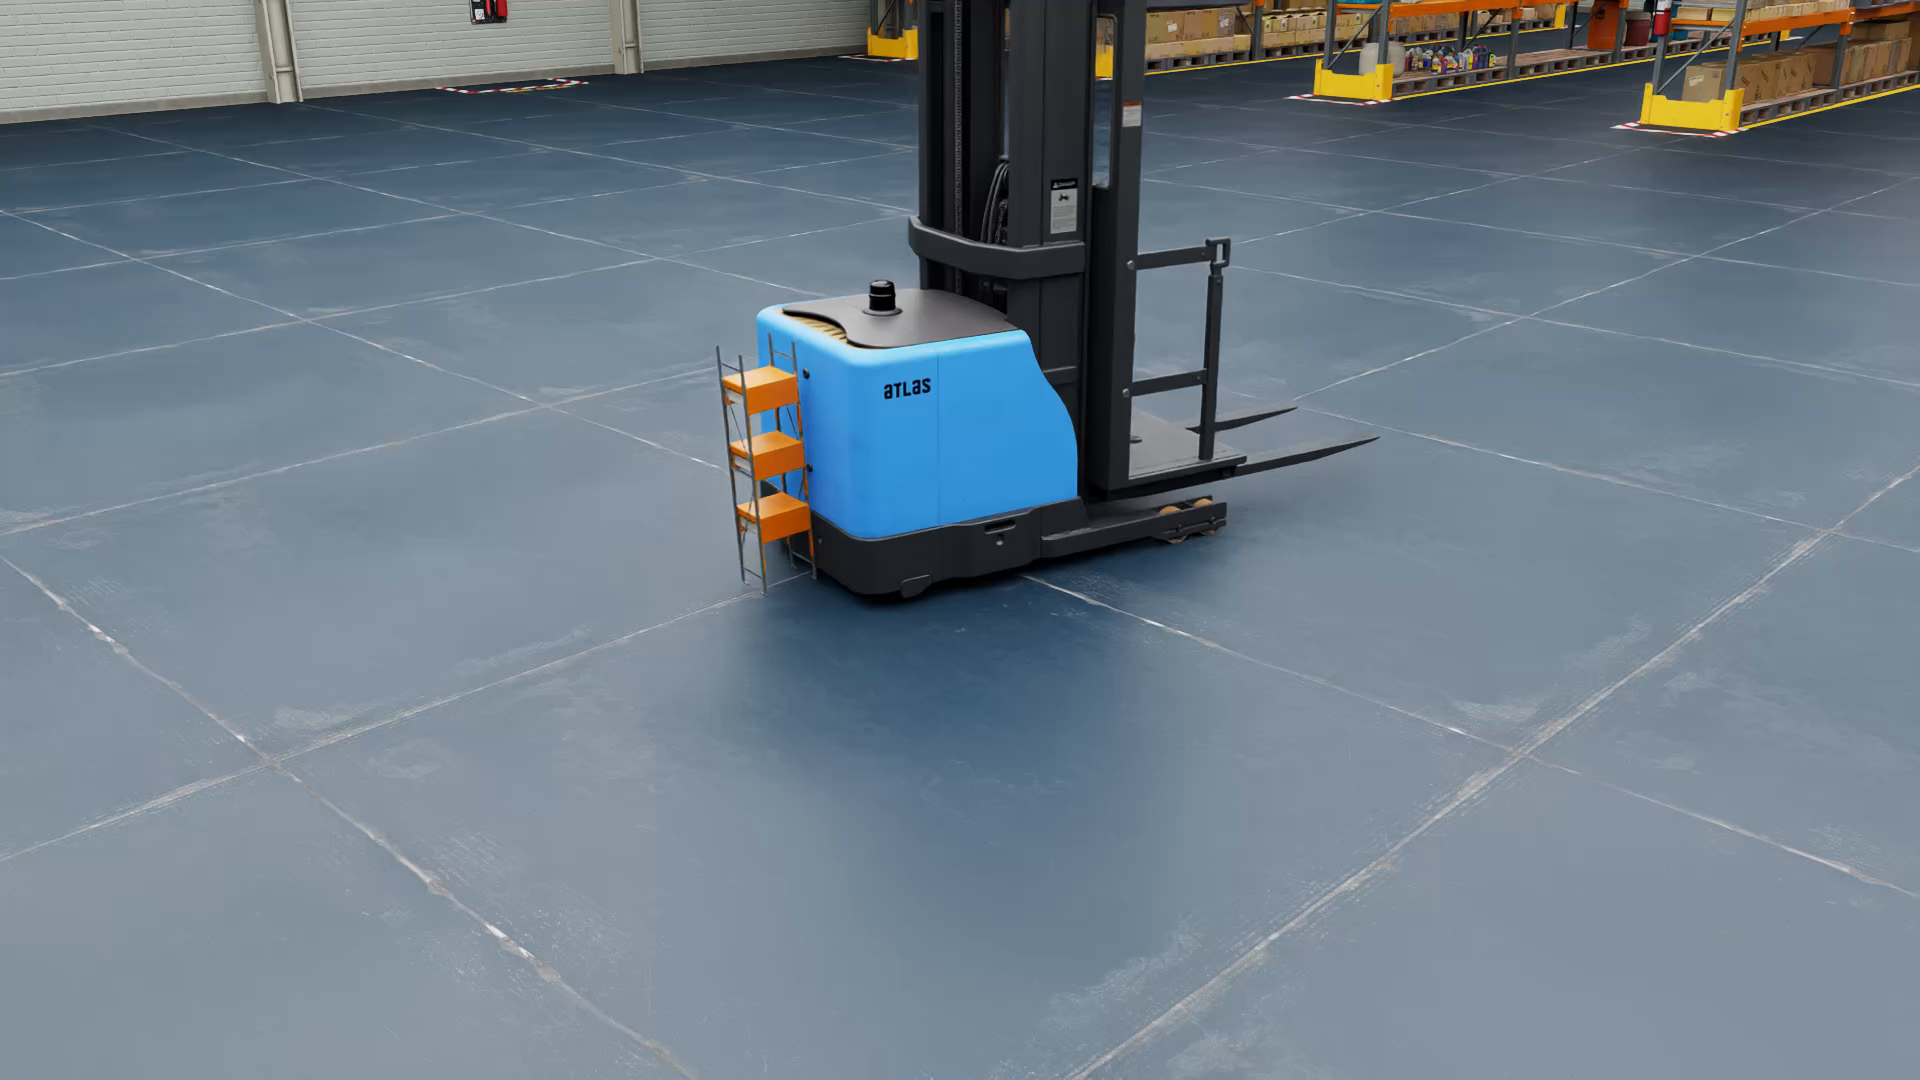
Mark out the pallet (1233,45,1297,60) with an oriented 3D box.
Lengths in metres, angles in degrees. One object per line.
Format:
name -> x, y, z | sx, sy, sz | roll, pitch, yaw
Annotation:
pallet -> 5.543, -9.138, 31.056 | 1.003, 0.211, 1.213 | 19, 28, 41

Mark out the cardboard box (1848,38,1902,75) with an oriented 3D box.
cardboard box -> 14.112, -7.504, 25.789 | 0.700, 0.500, 0.500 | 16, 26, 36

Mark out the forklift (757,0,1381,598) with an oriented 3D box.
forklift -> 0.633, -1.502, 7.398 | 3.031, 2.935, 1.130 | -12, 24, -29

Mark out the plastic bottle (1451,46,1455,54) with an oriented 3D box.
plastic bottle -> 8.067, -7.960, 27.293 | 0.097, 0.271, 0.097 | 0, 21, 0

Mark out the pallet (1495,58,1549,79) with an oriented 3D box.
pallet -> 9.124, -7.910, 27.860 | 1.003, 0.211, 1.213 | 19, 28, 41

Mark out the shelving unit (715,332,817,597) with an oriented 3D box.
shelving unit -> -0.798, -0.308, 6.892 | 0.252, 1.050, 0.215 | -19, 28, -33

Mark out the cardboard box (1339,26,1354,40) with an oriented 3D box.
cardboard box -> 7.299, -9.852, 32.273 | 0.500, 0.250, 0.500 | 19, 28, 40

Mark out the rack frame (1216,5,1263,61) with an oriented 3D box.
rack frame -> 5.057, -10.241, 30.038 | 1.000, 3.000, 0.127 | 19, 28, 41

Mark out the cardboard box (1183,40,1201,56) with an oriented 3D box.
cardboard box -> 3.848, -8.593, 28.996 | 0.500, 0.250, 0.500 | 19, 28, 41

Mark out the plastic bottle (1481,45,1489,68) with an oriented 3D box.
plastic bottle -> 8.361, -7.731, 26.588 | 0.144, 0.351, 0.185 | 18, 28, 39

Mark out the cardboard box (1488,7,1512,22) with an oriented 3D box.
cardboard box -> 11.945, -11.822, 37.017 | 0.797, 0.503, 0.637 | 19, 28, 41

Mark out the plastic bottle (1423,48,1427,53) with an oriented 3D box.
plastic bottle -> 7.467, -7.753, 26.739 | 0.133, 0.283, 0.061 | -19, 28, -40

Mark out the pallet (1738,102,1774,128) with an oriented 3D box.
pallet -> 10.007, -5.650, 21.981 | 1.003, 0.211, 1.213 | 19, 28, 41

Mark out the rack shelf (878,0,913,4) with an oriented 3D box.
rack shelf -> 0.110, -10.630, 32.052 | 1.077, 0.370, 4.000 | 19, 28, 41

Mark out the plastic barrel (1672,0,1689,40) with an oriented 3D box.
plastic barrel -> 13.793, -10.138, 32.108 | 0.600, 0.901, 0.708 | 19, 28, 41

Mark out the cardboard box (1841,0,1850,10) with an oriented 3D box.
cardboard box -> 12.213, -7.514, 23.294 | 0.380, 0.149, 0.250 | 19, 28, 41

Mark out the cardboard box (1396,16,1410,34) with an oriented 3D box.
cardboard box -> 8.731, -10.489, 33.554 | 0.500, 0.500, 0.500 | 18, 27, 39

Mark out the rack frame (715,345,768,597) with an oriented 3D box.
rack frame -> -0.895, -0.274, 6.826 | 0.008, 1.050, 0.200 | -19, 28, -33

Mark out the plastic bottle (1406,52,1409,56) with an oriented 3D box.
plastic bottle -> 6.976, -7.546, 26.209 | 0.152, 0.276, 0.135 | 20, 28, 41

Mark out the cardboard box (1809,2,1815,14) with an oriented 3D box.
cardboard box -> 11.306, -7.206, 22.491 | 0.380, 0.149, 0.250 | 19, 28, 41

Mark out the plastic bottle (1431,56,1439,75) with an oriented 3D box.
plastic bottle -> 7.302, -7.292, 25.555 | 0.097, 0.271, 0.097 | 0, 21, 0

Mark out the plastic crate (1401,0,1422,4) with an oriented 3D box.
plastic crate -> 6.668, -7.998, 24.571 | 0.298, 0.136, 0.250 | 19, 28, 41

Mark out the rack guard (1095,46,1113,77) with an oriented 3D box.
rack guard -> 2.250, -8.040, 27.795 | 1.175, 0.500, 0.348 | 19, 28, 41

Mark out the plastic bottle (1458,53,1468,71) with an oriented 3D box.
plastic bottle -> 7.886, -7.523, 26.151 | 0.135, 0.276, 0.152 | -20, 28, -41

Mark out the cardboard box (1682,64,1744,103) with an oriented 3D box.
cardboard box -> 9.810, -5.918, 21.689 | 0.500, 0.500, 0.500 | -14, 25, -32

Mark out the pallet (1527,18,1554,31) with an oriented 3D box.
pallet -> 12.820, -11.799, 37.979 | 1.003, 0.211, 1.213 | 19, 28, 41

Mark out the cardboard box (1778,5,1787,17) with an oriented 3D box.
cardboard box -> 10.599, -6.952, 21.830 | 0.380, 0.149, 0.250 | 19, 28, 41

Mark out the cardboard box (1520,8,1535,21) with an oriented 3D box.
cardboard box -> 12.542, -11.809, 37.338 | 0.500, 0.250, 0.500 | 19, 28, 41

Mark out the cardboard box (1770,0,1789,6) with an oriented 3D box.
cardboard box -> 10.408, -7.329, 21.907 | 0.875, 0.500, 0.500 | 19, 28, 41

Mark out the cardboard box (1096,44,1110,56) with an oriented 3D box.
cardboard box -> 2.429, -8.337, 28.331 | 0.500, 0.250, 0.500 | 19, 28, 41

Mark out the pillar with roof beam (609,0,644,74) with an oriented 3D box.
pillar with roof beam -> -2.517, -11.028, 23.725 | 9.100, 9.000, 0.400 | 19, 28, 41

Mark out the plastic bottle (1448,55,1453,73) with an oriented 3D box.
plastic bottle -> 7.610, -7.406, 25.851 | 0.097, 0.271, 0.097 | 0, 21, 0

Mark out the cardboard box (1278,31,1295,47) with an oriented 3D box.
cardboard box -> 5.874, -9.326, 30.905 | 0.500, 0.250, 0.500 | -19, 28, -41

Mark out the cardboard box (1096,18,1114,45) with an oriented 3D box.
cardboard box -> 2.428, -8.688, 28.198 | 0.500, 0.500, 0.500 | 19, 28, 41

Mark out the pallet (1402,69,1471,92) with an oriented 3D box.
pallet -> 7.254, -7.221, 26.068 | 1.003, 0.211, 1.213 | 19, 28, 41

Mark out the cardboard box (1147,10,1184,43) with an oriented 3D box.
cardboard box -> 3.488, -8.818, 28.538 | 0.500, 0.500, 0.500 | 19, 28, 41

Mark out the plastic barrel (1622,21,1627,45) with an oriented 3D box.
plastic barrel -> 12.053, -9.361, 30.630 | 0.421, 0.512, 0.421 | 0, 21, 0

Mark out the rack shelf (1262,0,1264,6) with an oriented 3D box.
rack shelf -> 6.453, -10.419, 31.504 | 1.077, 0.370, 4.000 | 19, 28, 41

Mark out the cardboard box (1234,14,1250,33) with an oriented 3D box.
cardboard box -> 5.135, -9.591, 30.812 | 0.500, 0.311, 0.500 | 19, 28, 41

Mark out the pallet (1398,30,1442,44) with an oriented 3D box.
pallet -> 9.247, -10.462, 34.500 | 1.003, 0.211, 1.213 | 19, 28, 41

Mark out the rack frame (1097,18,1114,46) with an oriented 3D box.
rack frame -> 2.267, -9.213, 27.362 | 1.000, 3.000, 0.127 | 19, 28, 41

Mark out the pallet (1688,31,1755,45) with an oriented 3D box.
pallet -> 15.521, -10.269, 33.997 | 1.003, 0.211, 1.213 | 19, 28, 41

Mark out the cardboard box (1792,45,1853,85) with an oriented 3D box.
cardboard box -> 12.596, -6.952, 24.351 | 0.700, 0.500, 0.500 | 17, 27, 37

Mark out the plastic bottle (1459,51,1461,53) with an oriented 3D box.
plastic bottle -> 7.911, -7.587, 26.305 | 0.061, 0.283, 0.133 | 19, 28, 41

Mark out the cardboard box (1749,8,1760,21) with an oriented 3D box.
cardboard box -> 9.920, -6.688, 21.144 | 0.380, 0.149, 0.250 | 19, 28, 41

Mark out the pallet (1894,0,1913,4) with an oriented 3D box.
pallet -> 13.591, -8.180, 24.943 | 1.003, 0.211, 1.213 | 19, 28, 41

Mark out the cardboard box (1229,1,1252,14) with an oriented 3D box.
cardboard box -> 6.108, -12.300, 37.806 | 0.750, 0.750, 0.750 | -19, 28, -40

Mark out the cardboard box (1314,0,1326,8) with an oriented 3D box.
cardboard box -> 8.394, -12.992, 40.093 | 0.500, 0.500, 0.700 | -19, 28, -41

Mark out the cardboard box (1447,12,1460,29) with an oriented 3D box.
cardboard box -> 10.149, -11.012, 34.916 | 0.500, 0.500, 0.500 | 19, 28, 41

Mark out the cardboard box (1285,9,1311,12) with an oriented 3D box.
cardboard box -> 6.554, -10.115, 32.175 | 0.500, 0.311, 0.500 | 18, 28, 39

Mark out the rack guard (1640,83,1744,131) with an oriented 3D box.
rack guard -> 9.415, -5.585, 21.409 | 1.175, 0.500, 0.348 | 19, 28, 41

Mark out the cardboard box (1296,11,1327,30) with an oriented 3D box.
cardboard box -> 6.596, -9.855, 31.498 | 0.500, 0.311, 0.500 | -19, 28, -41

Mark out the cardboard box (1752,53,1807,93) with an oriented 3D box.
cardboard box -> 11.451, -6.548, 23.328 | 0.500, 0.500, 0.500 | -11, 23, -25

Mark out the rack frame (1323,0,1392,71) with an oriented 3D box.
rack frame -> 5.813, -7.972, 24.135 | 1.000, 3.000, 0.127 | 19, 28, 41
